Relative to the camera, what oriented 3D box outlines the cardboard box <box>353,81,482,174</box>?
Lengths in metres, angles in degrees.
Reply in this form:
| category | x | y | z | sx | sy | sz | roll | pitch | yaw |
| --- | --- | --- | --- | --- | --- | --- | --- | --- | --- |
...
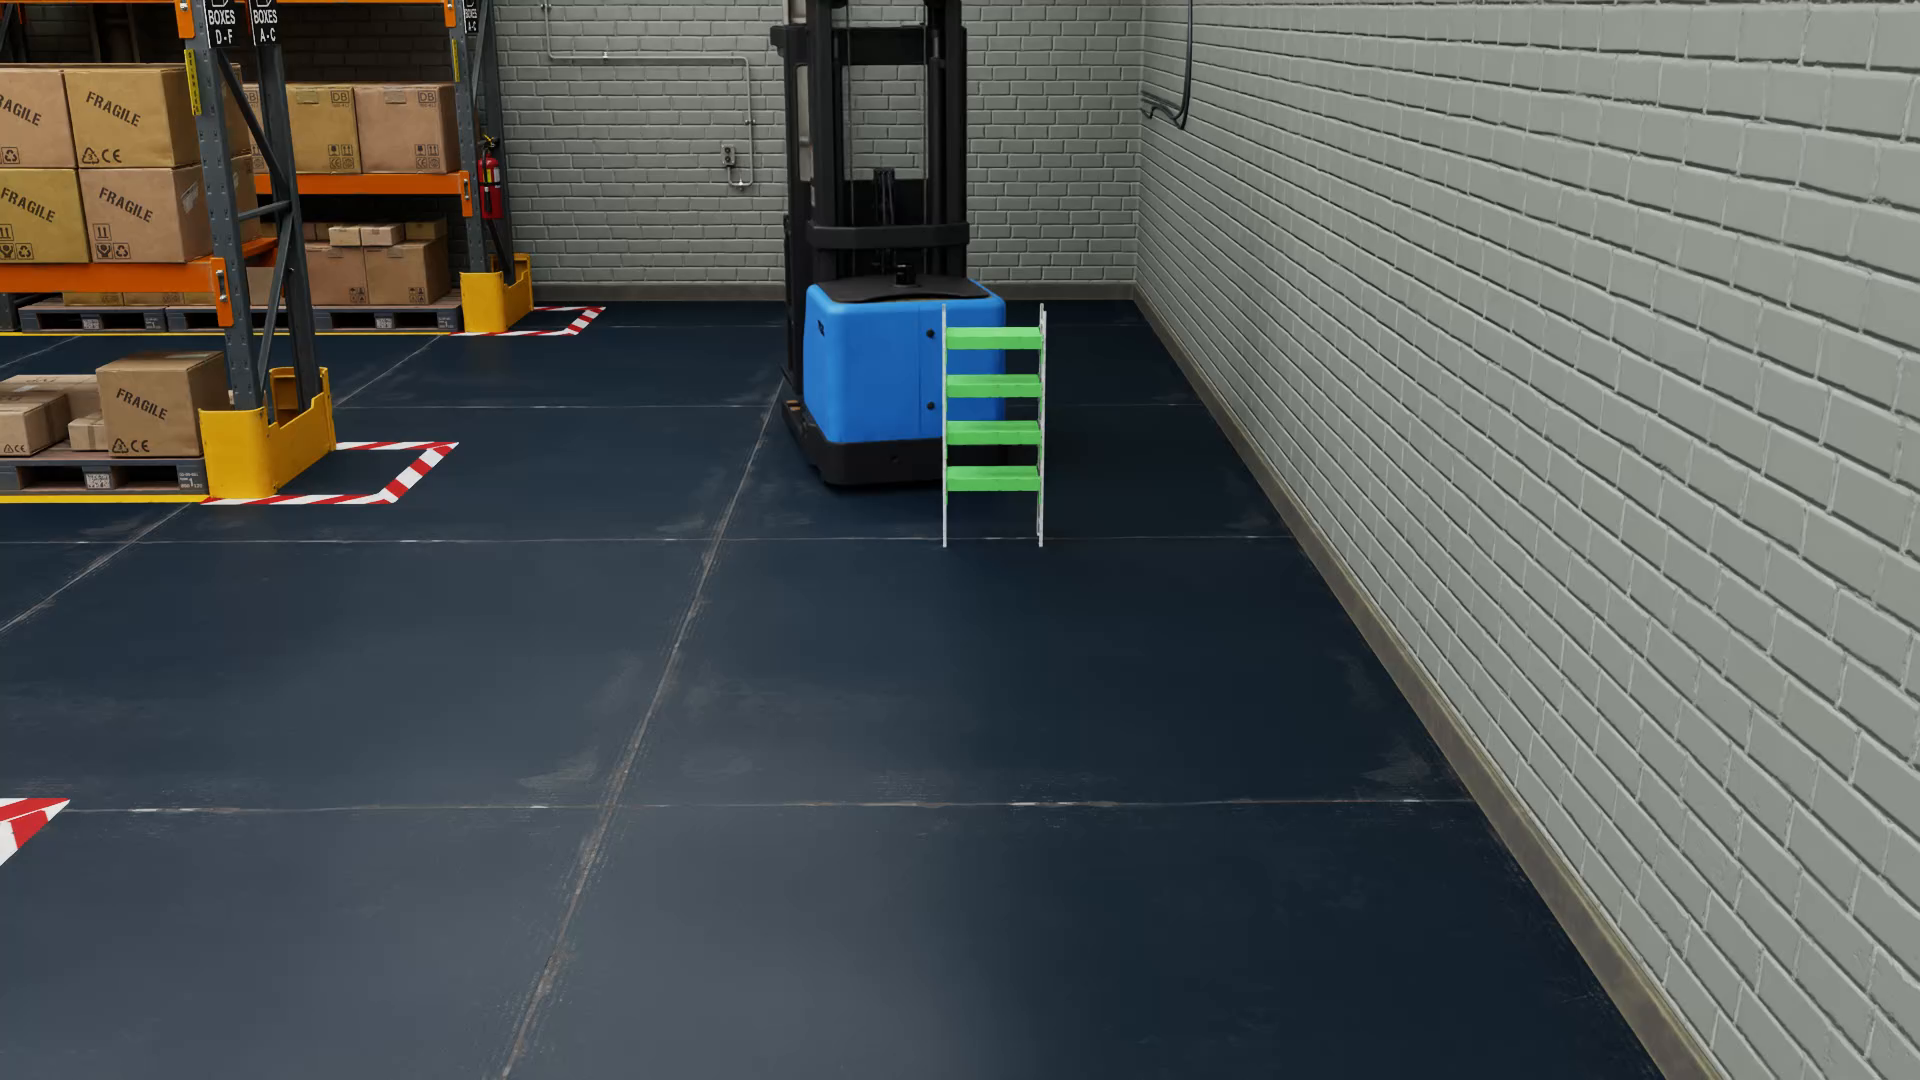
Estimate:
| category | x | y | z | sx | sy | sz | roll | pitch | yaw |
| --- | --- | --- | --- | --- | --- | --- | --- | --- | --- |
| cardboard box | -4.548 | -3.486 | 14.012 | 0.700 | 0.700 | 0.980 | 1 | 18 | 2 |

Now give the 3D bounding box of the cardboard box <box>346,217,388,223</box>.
| category | x | y | z | sx | sy | sz | roll | pitch | yaw |
| --- | --- | --- | --- | --- | --- | --- | --- | --- | --- |
| cardboard box | -5.122 | -2.692 | 14.371 | 0.250 | 0.149 | 0.380 | 0 | 18 | -1 |

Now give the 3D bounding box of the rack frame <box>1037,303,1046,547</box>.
| category | x | y | z | sx | sy | sz | roll | pitch | yaw |
| --- | --- | --- | --- | --- | --- | --- | --- | --- | --- |
| rack frame | 0.409 | -0.573 | 8.370 | 0.015 | 1.200 | 0.240 | 0 | 18 | -1 |

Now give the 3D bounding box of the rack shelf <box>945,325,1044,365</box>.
| category | x | y | z | sx | sy | sz | roll | pitch | yaw |
| --- | --- | --- | --- | --- | --- | --- | --- | --- | --- |
| rack shelf | 0.166 | -0.968 | 8.240 | 0.480 | 0.148 | 0.258 | 0 | 18 | -1 |

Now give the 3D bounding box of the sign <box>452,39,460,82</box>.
| category | x | y | z | sx | sy | sz | roll | pitch | yaw |
| --- | --- | --- | --- | --- | --- | --- | --- | --- | --- |
| sign | -4.044 | -3.847 | 13.345 | 0.005 | 0.325 | 0.100 | 0 | 18 | -1 |

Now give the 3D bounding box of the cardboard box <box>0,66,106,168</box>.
| category | x | y | z | sx | sy | sz | roll | pitch | yaw |
| --- | --- | --- | --- | --- | --- | --- | --- | --- | --- |
| cardboard box | -4.902 | -2.270 | 8.913 | 0.500 | 0.500 | 0.500 | 0 | 18 | 1 |

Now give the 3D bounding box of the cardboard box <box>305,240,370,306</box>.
| category | x | y | z | sx | sy | sz | roll | pitch | yaw |
| --- | --- | --- | --- | --- | --- | --- | --- | --- | --- |
| cardboard box | -5.237 | -2.322 | 14.279 | 0.500 | 0.500 | 0.700 | 0 | 18 | -1 |

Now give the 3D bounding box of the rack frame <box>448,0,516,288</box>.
| category | x | y | z | sx | sy | sz | roll | pitch | yaw |
| --- | --- | --- | --- | --- | --- | --- | --- | --- | --- |
| rack frame | -4.039 | -3.348 | 14.075 | 0.127 | 3.000 | 1.000 | 0 | 18 | -1 |

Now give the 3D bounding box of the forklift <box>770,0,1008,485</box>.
| category | x | y | z | sx | sy | sz | roll | pitch | yaw |
| --- | --- | --- | --- | --- | --- | --- | --- | --- | --- |
| forklift | -0.554 | -2.111 | 10.331 | 1.130 | 2.935 | 3.031 | -4 | 18 | -12 |

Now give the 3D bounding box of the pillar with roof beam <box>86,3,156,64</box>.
| category | x | y | z | sx | sy | sz | roll | pitch | yaw |
| --- | --- | --- | --- | --- | --- | --- | --- | --- | --- |
| pillar with roof beam | -7.284 | -5.138 | 9.833 | 0.400 | 9.000 | 9.100 | 0 | 18 | -1 |

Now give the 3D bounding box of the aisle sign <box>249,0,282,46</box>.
| category | x | y | z | sx | sy | sz | roll | pitch | yaw |
| --- | --- | --- | --- | --- | --- | --- | --- | --- | --- |
| aisle sign | -3.893 | -3.163 | 9.242 | 0.004 | 0.787 | 0.394 | 0 | 18 | -1 |

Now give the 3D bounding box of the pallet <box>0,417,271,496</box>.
| category | x | y | z | sx | sy | sz | roll | pitch | yaw |
| --- | --- | --- | --- | --- | --- | --- | --- | --- | --- |
| pallet | -4.830 | -0.503 | 9.770 | 1.213 | 0.211 | 1.003 | 0 | 18 | -1 |

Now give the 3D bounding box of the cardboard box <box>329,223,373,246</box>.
| category | x | y | z | sx | sy | sz | roll | pitch | yaw |
| --- | --- | --- | --- | --- | --- | --- | --- | --- | --- |
| cardboard box | -5.118 | -2.575 | 14.007 | 0.250 | 0.149 | 0.380 | 0 | 18 | 1 |

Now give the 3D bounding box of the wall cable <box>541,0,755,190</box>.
| category | x | y | z | sx | sy | sz | roll | pitch | yaw |
| --- | --- | --- | --- | --- | --- | --- | --- | --- | --- |
| wall cable | -2.773 | -4.127 | 14.839 | 1.851 | 1.984 | 0.084 | 0 | 18 | -1 |

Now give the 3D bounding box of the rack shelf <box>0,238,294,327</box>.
| category | x | y | z | sx | sy | sz | roll | pitch | yaw |
| --- | --- | --- | --- | --- | --- | --- | --- | --- | --- |
| rack shelf | -5.956 | -1.483 | 9.438 | 4.000 | 0.370 | 1.077 | 0 | 18 | -1 |

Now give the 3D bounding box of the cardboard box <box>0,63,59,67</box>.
| category | x | y | z | sx | sy | sz | roll | pitch | yaw |
| --- | --- | --- | --- | --- | --- | --- | --- | --- | --- |
| cardboard box | -5.427 | -2.432 | 9.417 | 0.500 | 0.500 | 0.500 | 0 | 18 | 0 |

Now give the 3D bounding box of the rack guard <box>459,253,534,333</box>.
| category | x | y | z | sx | sy | sz | roll | pitch | yaw |
| --- | --- | --- | --- | --- | --- | --- | --- | --- | --- |
| rack guard | -4.015 | -2.158 | 14.457 | 0.348 | 0.500 | 1.175 | 0 | 18 | -1 |

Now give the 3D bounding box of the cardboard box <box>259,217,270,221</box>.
| category | x | y | z | sx | sy | sz | roll | pitch | yaw |
| --- | --- | --- | --- | --- | --- | --- | --- | --- | --- |
| cardboard box | -6.136 | -2.687 | 14.356 | 0.250 | 0.149 | 0.380 | -1 | 18 | -2 |

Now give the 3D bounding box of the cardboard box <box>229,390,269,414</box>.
| category | x | y | z | sx | sy | sz | roll | pitch | yaw |
| --- | --- | --- | --- | --- | --- | --- | --- | --- | --- |
| cardboard box | -4.381 | -0.790 | 10.047 | 0.250 | 0.149 | 0.380 | 0 | 18 | -1 |

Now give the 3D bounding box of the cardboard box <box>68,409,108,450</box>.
| category | x | y | z | sx | sy | sz | roll | pitch | yaw |
| --- | --- | --- | --- | --- | --- | --- | --- | --- | --- |
| cardboard box | -4.903 | -0.643 | 9.561 | 0.250 | 0.166 | 0.380 | 0 | 18 | -1 |

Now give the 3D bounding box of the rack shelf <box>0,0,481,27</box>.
| category | x | y | z | sx | sy | sz | roll | pitch | yaw |
| --- | --- | --- | --- | --- | --- | --- | --- | --- | --- |
| rack shelf | -6.038 | -4.424 | 13.696 | 4.000 | 0.370 | 1.077 | 0 | 18 | -1 |

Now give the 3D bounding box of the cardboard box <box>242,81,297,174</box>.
| category | x | y | z | sx | sy | sz | roll | pitch | yaw |
| --- | --- | --- | --- | --- | --- | --- | --- | --- | --- |
| cardboard box | -6.038 | -3.478 | 13.987 | 0.700 | 0.700 | 0.980 | -1 | 18 | -4 |

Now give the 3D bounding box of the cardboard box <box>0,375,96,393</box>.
| category | x | y | z | sx | sy | sz | roll | pitch | yaw |
| --- | --- | --- | --- | --- | --- | --- | --- | --- | --- |
| cardboard box | -5.505 | -0.815 | 9.958 | 0.500 | 0.250 | 0.500 | 0 | 18 | -1 |

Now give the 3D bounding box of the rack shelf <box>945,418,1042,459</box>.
| category | x | y | z | sx | sy | sz | roll | pitch | yaw |
| --- | --- | --- | --- | --- | --- | --- | --- | --- | --- |
| rack shelf | 0.166 | -0.511 | 8.386 | 0.480 | 0.148 | 0.258 | 0 | 18 | -1 |

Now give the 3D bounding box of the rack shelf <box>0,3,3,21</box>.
| category | x | y | z | sx | sy | sz | roll | pitch | yaw |
| --- | --- | --- | --- | --- | --- | --- | --- | --- | --- |
| rack shelf | -10.038 | -4.405 | 13.636 | 4.000 | 0.370 | 1.077 | 0 | 18 | -1 |

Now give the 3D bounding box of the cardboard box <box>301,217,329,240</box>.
| category | x | y | z | sx | sy | sz | roll | pitch | yaw |
| --- | --- | --- | --- | --- | --- | --- | --- | --- | --- |
| cardboard box | -5.626 | -2.689 | 14.363 | 0.250 | 0.149 | 0.380 | 0 | 18 | 0 |

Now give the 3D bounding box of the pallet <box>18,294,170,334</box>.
| category | x | y | z | sx | sy | sz | roll | pitch | yaw |
| --- | --- | --- | --- | --- | --- | --- | --- | --- | --- |
| pallet | -7.276 | -1.981 | 14.377 | 1.213 | 0.211 | 1.003 | 0 | 18 | -1 |

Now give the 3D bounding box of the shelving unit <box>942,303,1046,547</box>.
| category | x | y | z | sx | sy | sz | roll | pitch | yaw |
| --- | --- | --- | --- | --- | --- | --- | --- | --- | --- |
| shelving unit | 0.166 | -0.572 | 8.367 | 0.503 | 1.200 | 0.258 | 0 | 18 | -1 |

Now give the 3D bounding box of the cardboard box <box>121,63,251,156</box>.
| category | x | y | z | sx | sy | sz | roll | pitch | yaw |
| --- | --- | --- | --- | --- | --- | --- | --- | --- | --- |
| cardboard box | -4.404 | -2.437 | 9.435 | 0.500 | 0.500 | 0.500 | 0 | 18 | 1 |

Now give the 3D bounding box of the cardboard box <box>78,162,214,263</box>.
| category | x | y | z | sx | sy | sz | roll | pitch | yaw |
| --- | --- | --- | --- | --- | --- | --- | --- | --- | --- |
| cardboard box | -4.400 | -1.798 | 9.077 | 0.500 | 0.500 | 0.500 | 0 | 18 | 1 |

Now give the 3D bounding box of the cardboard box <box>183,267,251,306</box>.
| category | x | y | z | sx | sy | sz | roll | pitch | yaw |
| --- | --- | --- | --- | --- | --- | --- | --- | --- | --- |
| cardboard box | -6.273 | -2.314 | 14.256 | 0.500 | 0.500 | 0.700 | 0 | 18 | 0 |

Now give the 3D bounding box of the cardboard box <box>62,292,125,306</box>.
| category | x | y | z | sx | sy | sz | roll | pitch | yaw |
| --- | --- | --- | --- | --- | --- | --- | --- | --- | --- |
| cardboard box | -7.289 | -2.311 | 14.246 | 0.500 | 0.500 | 0.700 | 0 | 18 | 0 |

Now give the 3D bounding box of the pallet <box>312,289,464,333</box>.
| category | x | y | z | sx | sy | sz | roll | pitch | yaw |
| --- | --- | --- | --- | --- | --- | --- | --- | --- | --- |
| pallet | -4.837 | -1.993 | 14.414 | 1.213 | 0.211 | 1.003 | 0 | 18 | -1 |
